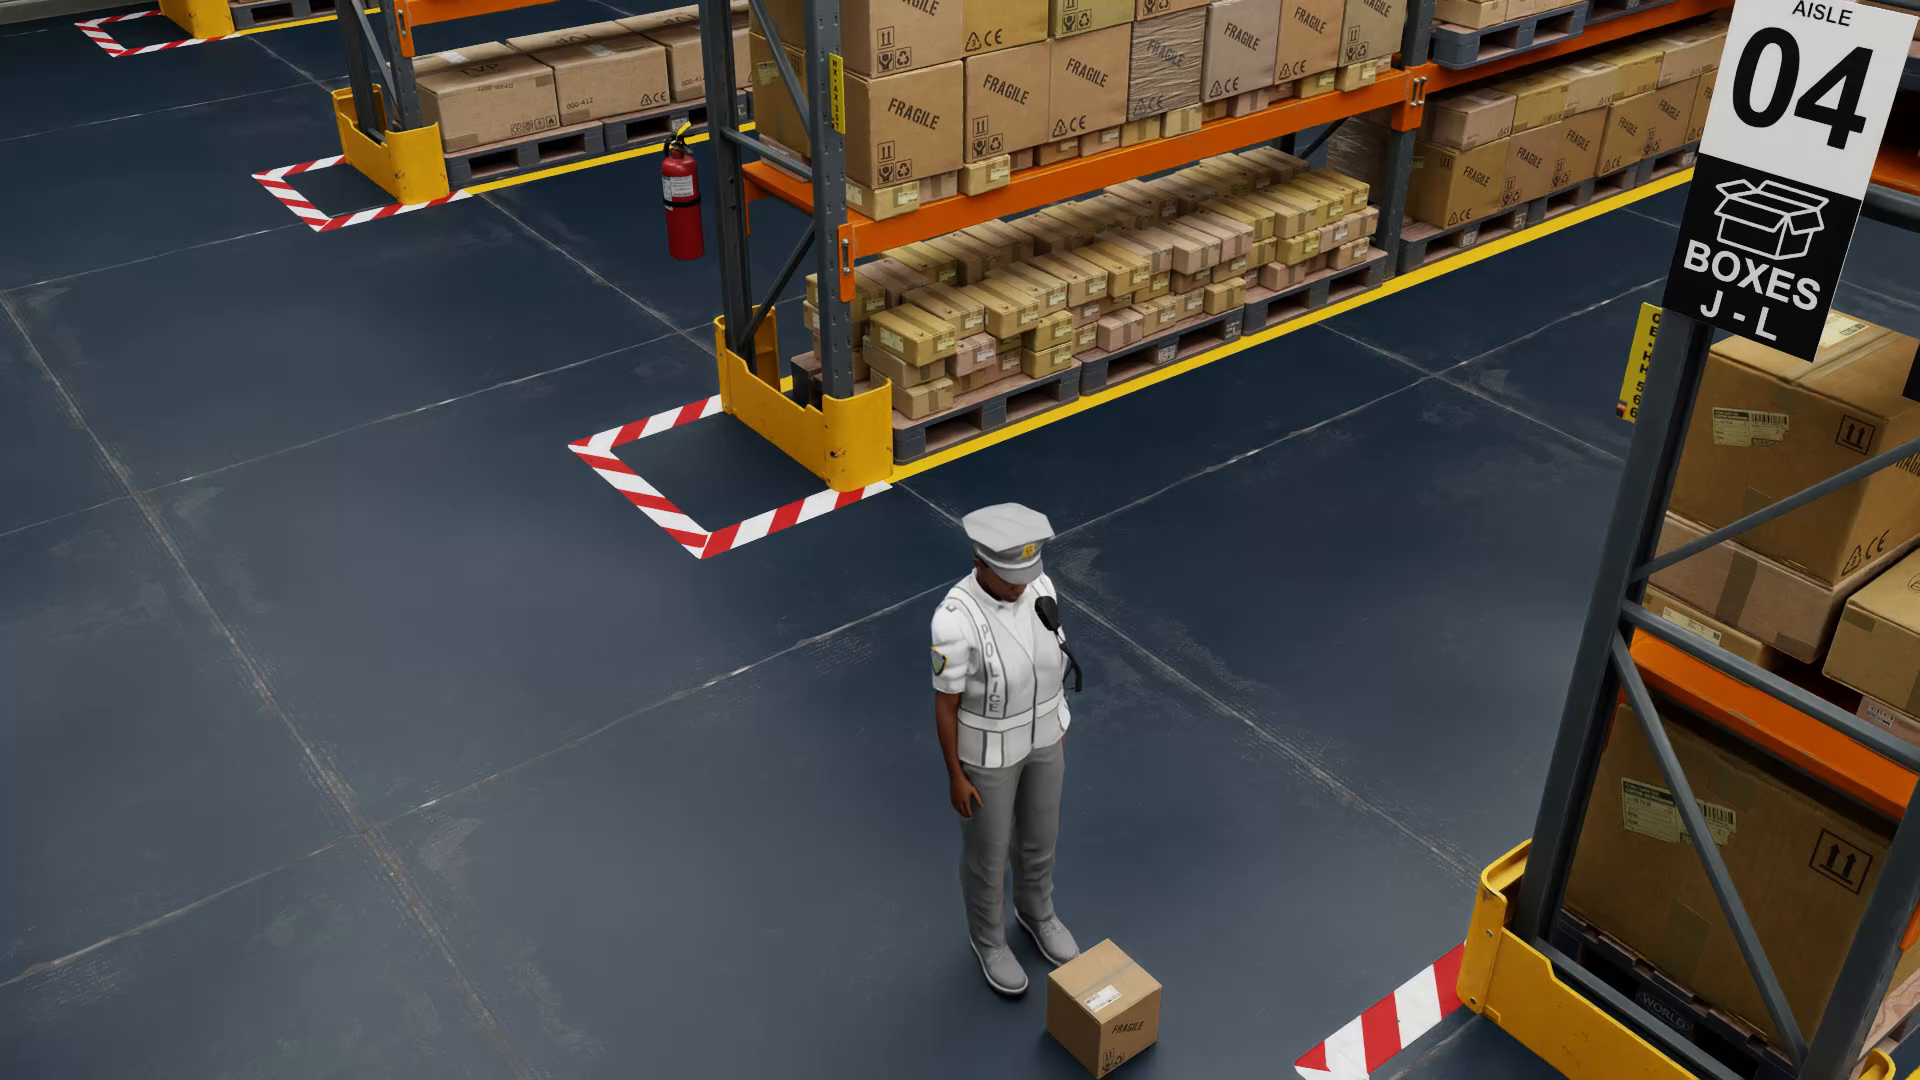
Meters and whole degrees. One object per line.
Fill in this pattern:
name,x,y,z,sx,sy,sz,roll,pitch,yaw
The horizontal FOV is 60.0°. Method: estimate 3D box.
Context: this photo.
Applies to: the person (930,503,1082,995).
person,0.157,0.652,5.088,0.469,1.679,0.400,-22,39,-31
